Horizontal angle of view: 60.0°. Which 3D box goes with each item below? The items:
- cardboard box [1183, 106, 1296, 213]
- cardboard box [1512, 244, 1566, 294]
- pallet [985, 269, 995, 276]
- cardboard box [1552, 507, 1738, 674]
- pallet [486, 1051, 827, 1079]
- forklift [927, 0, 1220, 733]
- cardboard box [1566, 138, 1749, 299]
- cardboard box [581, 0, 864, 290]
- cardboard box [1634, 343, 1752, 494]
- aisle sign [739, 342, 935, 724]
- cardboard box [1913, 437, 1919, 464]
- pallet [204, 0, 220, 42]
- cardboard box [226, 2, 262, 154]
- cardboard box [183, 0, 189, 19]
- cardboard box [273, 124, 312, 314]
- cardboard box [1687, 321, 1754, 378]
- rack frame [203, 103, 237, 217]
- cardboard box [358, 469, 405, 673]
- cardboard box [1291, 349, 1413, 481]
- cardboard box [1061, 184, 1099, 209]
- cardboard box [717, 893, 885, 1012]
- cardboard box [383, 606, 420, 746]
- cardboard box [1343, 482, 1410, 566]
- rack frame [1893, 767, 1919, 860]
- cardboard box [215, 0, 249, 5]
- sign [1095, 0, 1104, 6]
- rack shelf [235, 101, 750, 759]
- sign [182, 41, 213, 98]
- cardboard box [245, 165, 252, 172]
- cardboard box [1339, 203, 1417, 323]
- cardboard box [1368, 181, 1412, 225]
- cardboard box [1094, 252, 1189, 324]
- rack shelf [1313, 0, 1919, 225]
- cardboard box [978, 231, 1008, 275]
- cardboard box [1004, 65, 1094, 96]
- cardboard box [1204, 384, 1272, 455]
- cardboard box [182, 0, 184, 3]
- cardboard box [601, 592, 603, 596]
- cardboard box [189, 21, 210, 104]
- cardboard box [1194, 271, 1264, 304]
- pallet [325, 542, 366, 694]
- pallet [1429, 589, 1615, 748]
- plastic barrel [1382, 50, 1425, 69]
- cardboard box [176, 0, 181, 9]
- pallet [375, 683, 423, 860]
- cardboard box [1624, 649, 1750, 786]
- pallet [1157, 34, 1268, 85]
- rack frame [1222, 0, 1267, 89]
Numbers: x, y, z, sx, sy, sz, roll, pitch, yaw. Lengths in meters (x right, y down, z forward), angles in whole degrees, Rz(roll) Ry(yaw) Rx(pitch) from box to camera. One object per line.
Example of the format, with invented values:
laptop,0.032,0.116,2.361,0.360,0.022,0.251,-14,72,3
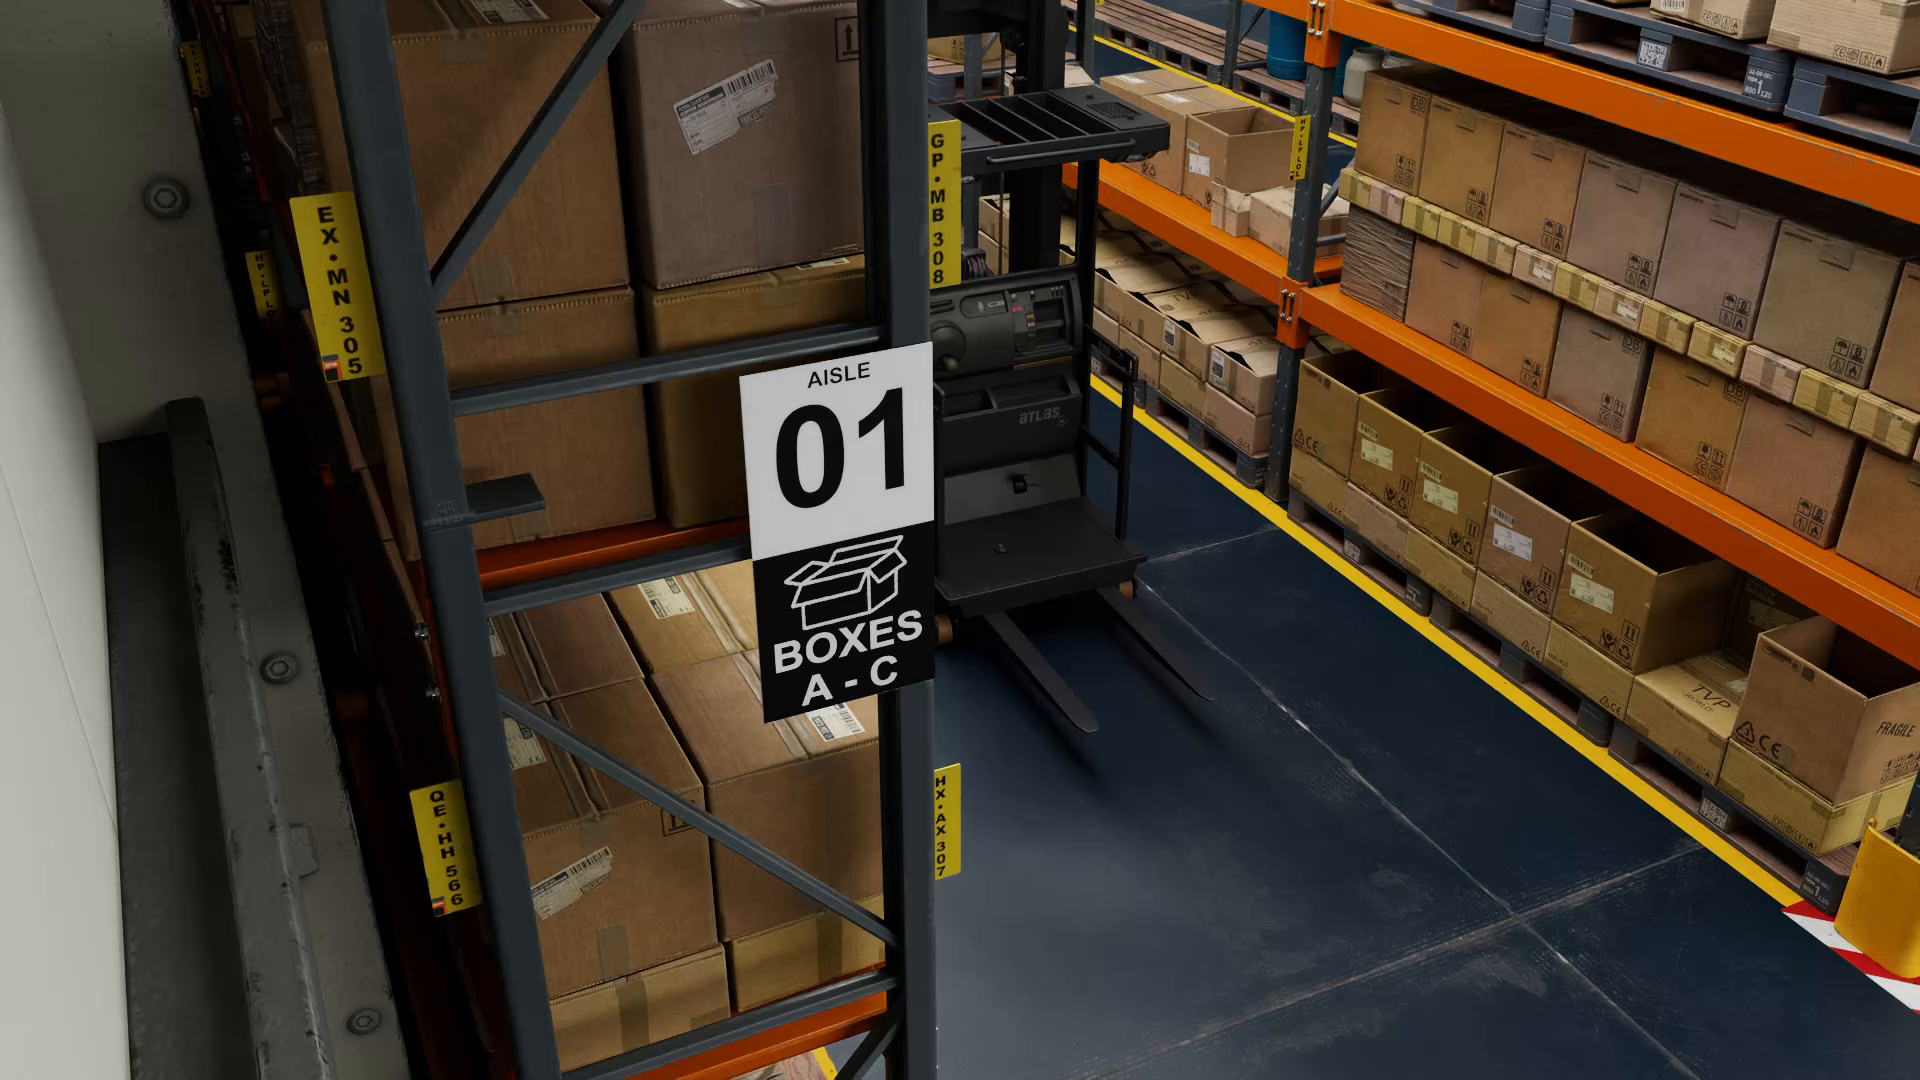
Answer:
cardboard box,1.680,-2.264,9.949,0.500,0.500,0.500,-11,31,-18
cardboard box,2.718,-1.243,7.467,0.380,0.149,0.250,-14,32,-23
pallet,0.822,-1.824,12.117,1.003,0.211,1.213,-13,32,-22
cardboard box,2.997,0.198,7.276,0.500,0.500,0.500,-13,32,-22
pallet,-0.884,1.980,5.334,1.003,0.211,1.213,-13,32,-22
forklift,0.248,-0.999,7.867,1.130,2.935,3.031,-12,31,-20
cardboard box,3.064,-1.394,7.073,0.700,0.500,0.500,-13,32,-22
cardboard box,-0.480,-0.854,3.325,0.500,0.500,0.500,-16,33,-25
cardboard box,3.312,-0.582,6.950,0.700,0.500,0.500,-13,32,-22
aisle sign,-0.232,-0.001,3.358,0.394,0.787,0.004,-13,32,-22
cardboard box,3.602,-0.333,5.843,0.380,0.149,0.250,-14,32,-23
pallet,-2.868,-2.582,7.744,1.213,0.211,1.003,-13,32,-22
cardboard box,-2.269,-1.694,5.846,0.500,0.500,0.500,-12,31,-20
cardboard box,-5.053,-3.707,11.431,0.500,0.250,0.500,-14,32,-23
cardboard box,-1.386,-0.770,4.198,0.500,0.500,0.500,-15,32,-24
cardboard box,3.159,-0.789,6.656,0.380,0.149,0.250,-12,31,-20
rack frame,-5.686,-4.137,13.392,1.000,3.000,0.127,-13,32,-22
cardboard box,-1.578,0.056,5.281,0.500,0.500,0.500,-13,32,-21
cardboard box,2.137,-0.685,8.851,0.500,0.500,0.500,-13,32,-22
cardboard box,0.951,-2.460,12.211,0.500,0.311,0.500,-12,32,-21
cardboard box,-0.457,0.938,4.474,0.500,0.250,0.500,-14,32,-23
cardboard box,-1.582,0.384,5.463,0.500,0.250,0.500,-13,32,-21
cardboard box,2.356,-0.138,8.643,0.500,0.250,0.500,-13,32,-22
rack frame,3.938,0.122,5.796,1.000,3.000,0.127,-13,32,-22
cardboard box,-2.299,-2.123,5.589,0.500,0.500,0.500,-12,32,-21
sign,1.004,-4.035,12.026,0.100,0.325,0.005,-13,32,-22
rack shelf,-1.393,-0.714,4.956,1.077,0.370,4.000,-13,32,-22
sign,-4.469,-2.757,9.747,0.100,0.325,0.005,-13,32,-22
cardboard box,-4.340,-2.359,10.458,0.380,0.149,0.250,-13,32,-21
cardboard box,2.417,-1.494,8.576,0.700,0.500,0.500,-14,32,-23
cardboard box,2.269,-1.701,8.283,0.380,0.149,0.250,-13,32,-21
cardboard box,1.135,-1.664,10.791,0.500,0.311,0.500,-13,32,-23
rack shelf,3.080,-1.756,6.814,1.077,0.370,4.000,-13,32,-22
cardboard box,0.463,-2.102,12.146,0.500,0.250,0.500,-13,32,-22
cardboard box,0.620,-3.203,11.817,0.500,0.311,0.500,-11,31,-19
cardboard box,1.781,-0.751,9.735,0.500,0.250,0.500,-13,32,-22
cardboard box,-5.273,-3.938,11.844,0.500,0.250,0.500,-14,32,-24
cardboard box,-0.887,0.170,5.078,0.500,0.500,0.500,-14,32,-24
cardboard box,-5.060,-3.381,11.618,0.500,0.500,0.500,-12,31,-21
cardboard box,1.835,-1.559,10.603,0.500,0.311,0.500,-14,32,-24
pallet,-2.587,0.270,8.384,1.003,0.211,1.213,-13,32,-22
pallet,3.052,0.471,8.025,1.003,0.211,1.213,-13,32,-22
plastic barrel,4.269,-4.293,15.706,0.600,0.588,0.708,-13,32,-22
cardboard box,-6.534,-5.154,14.898,0.980,0.700,0.700,-15,32,-24
pallet,-1.931,0.903,7.256,1.003,0.211,1.213,-13,32,-22
cardboard box,3.216,0.745,7.067,0.500,0.250,0.500,-13,32,-22
pallet,2.911,-5.317,18.348,1.003,0.211,1.213,-13,32,-22
rack frame,3.262,-6.217,17.101,1.000,3.000,0.127,-13,32,-22
